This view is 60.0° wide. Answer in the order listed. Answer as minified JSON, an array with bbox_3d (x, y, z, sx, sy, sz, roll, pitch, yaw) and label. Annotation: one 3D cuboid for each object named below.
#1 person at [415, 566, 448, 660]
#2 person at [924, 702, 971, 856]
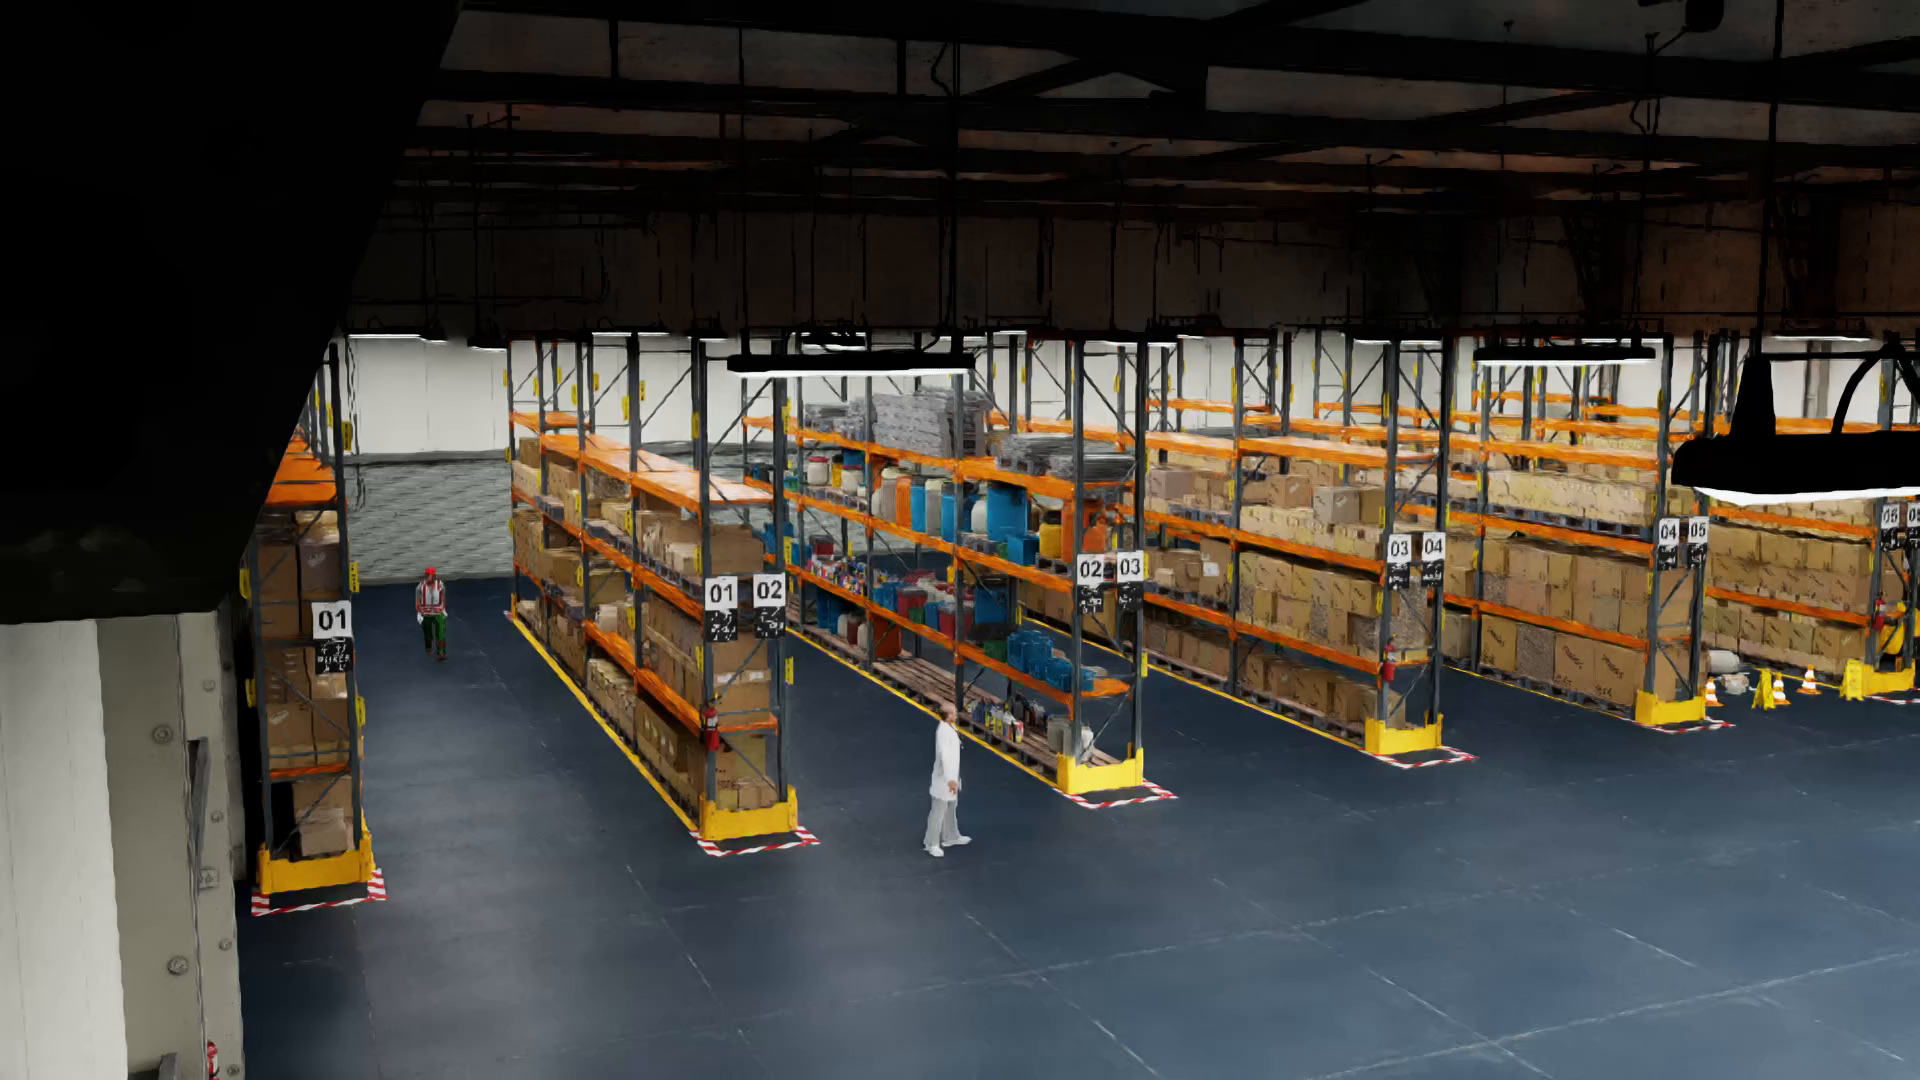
[{"bbox_3d":[-9.699,1.323,30.534,0.553,1.709,1.123,-3,8,-20],"label":"person"},{"bbox_3d":[-0.157,2.789,19.585,0.530,1.782,0.673,1,8,5],"label":"person"}]
